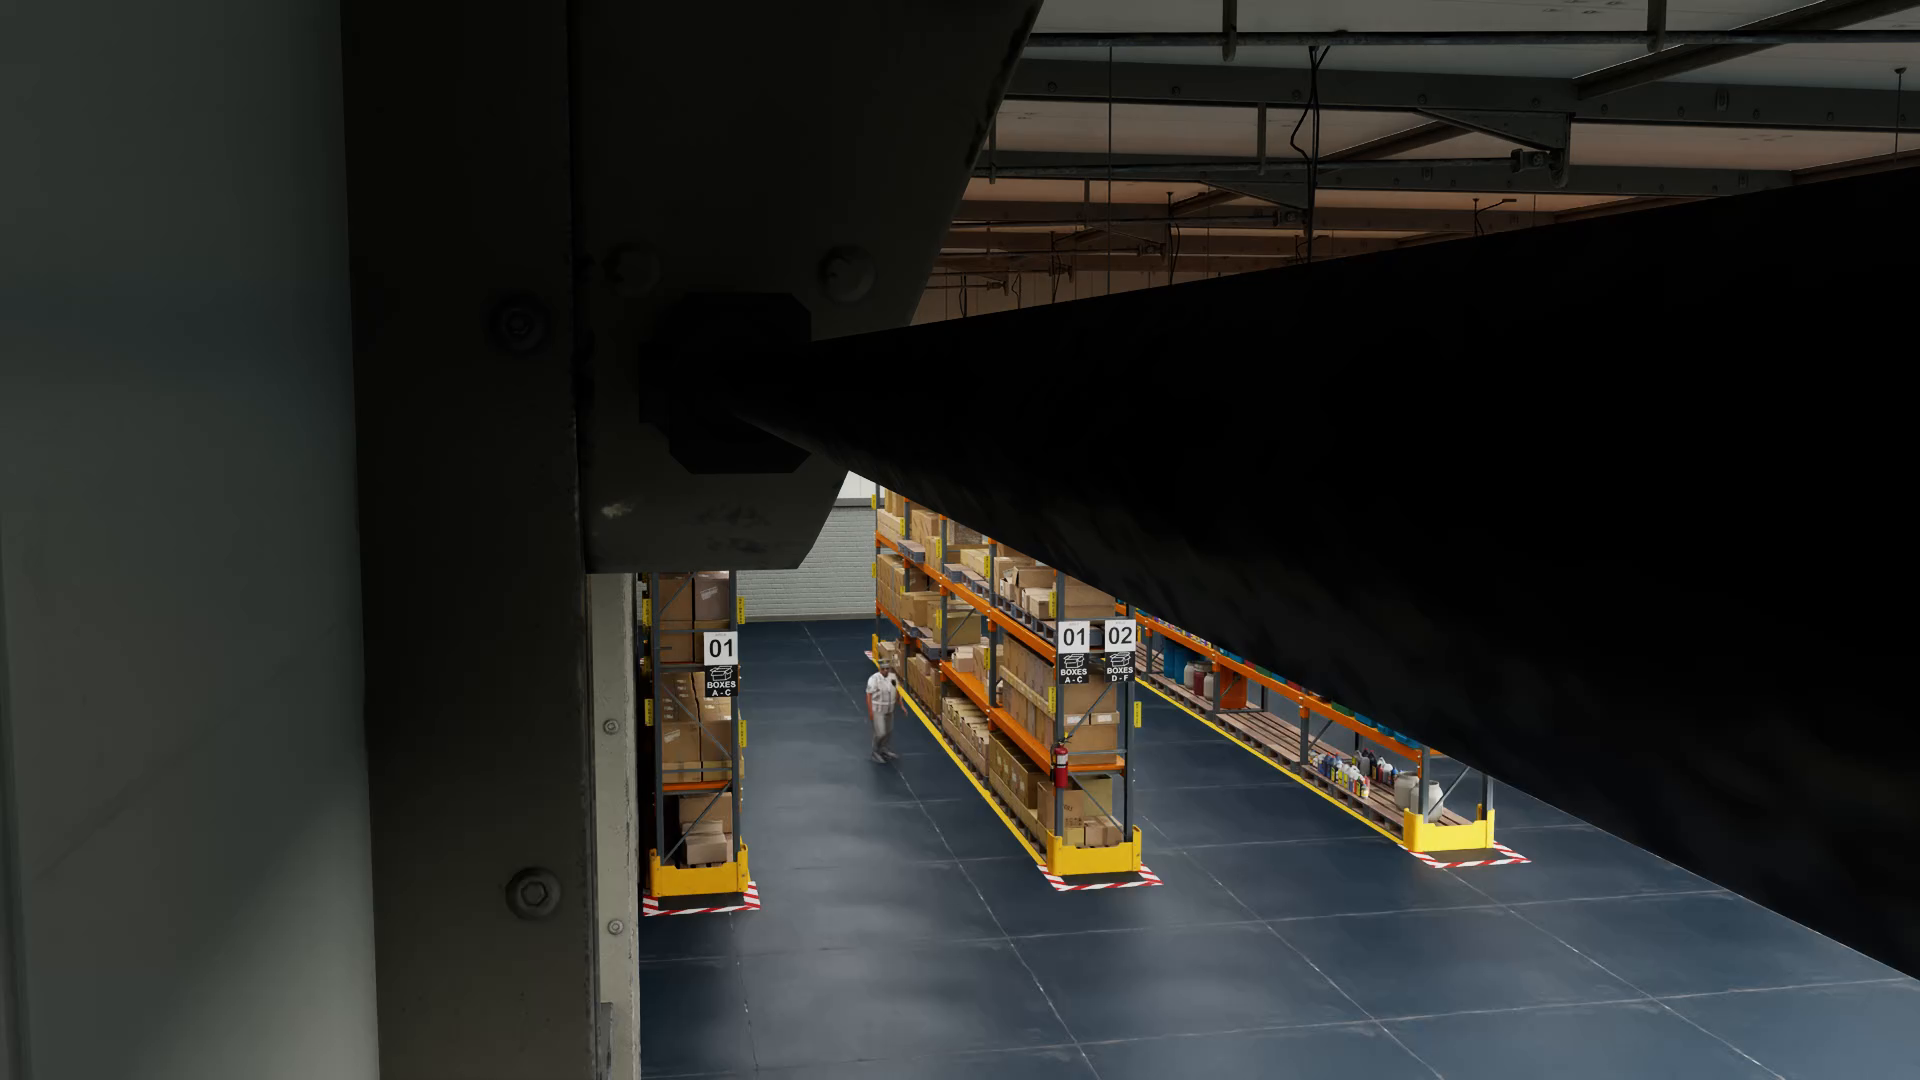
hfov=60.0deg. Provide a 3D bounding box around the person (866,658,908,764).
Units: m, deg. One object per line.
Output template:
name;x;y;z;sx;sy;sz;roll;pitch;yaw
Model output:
person;-1.228;2.744;26.803;0.634;1.740;0.649;-6;8;-45

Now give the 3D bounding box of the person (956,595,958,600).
person;-0.246;1.634;37.784;0.533;1.609;0.861;-4;7;-33

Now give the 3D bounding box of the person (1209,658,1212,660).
person;5.457;1.938;35.612;0.648;1.608;0.928;-2;6;-19
